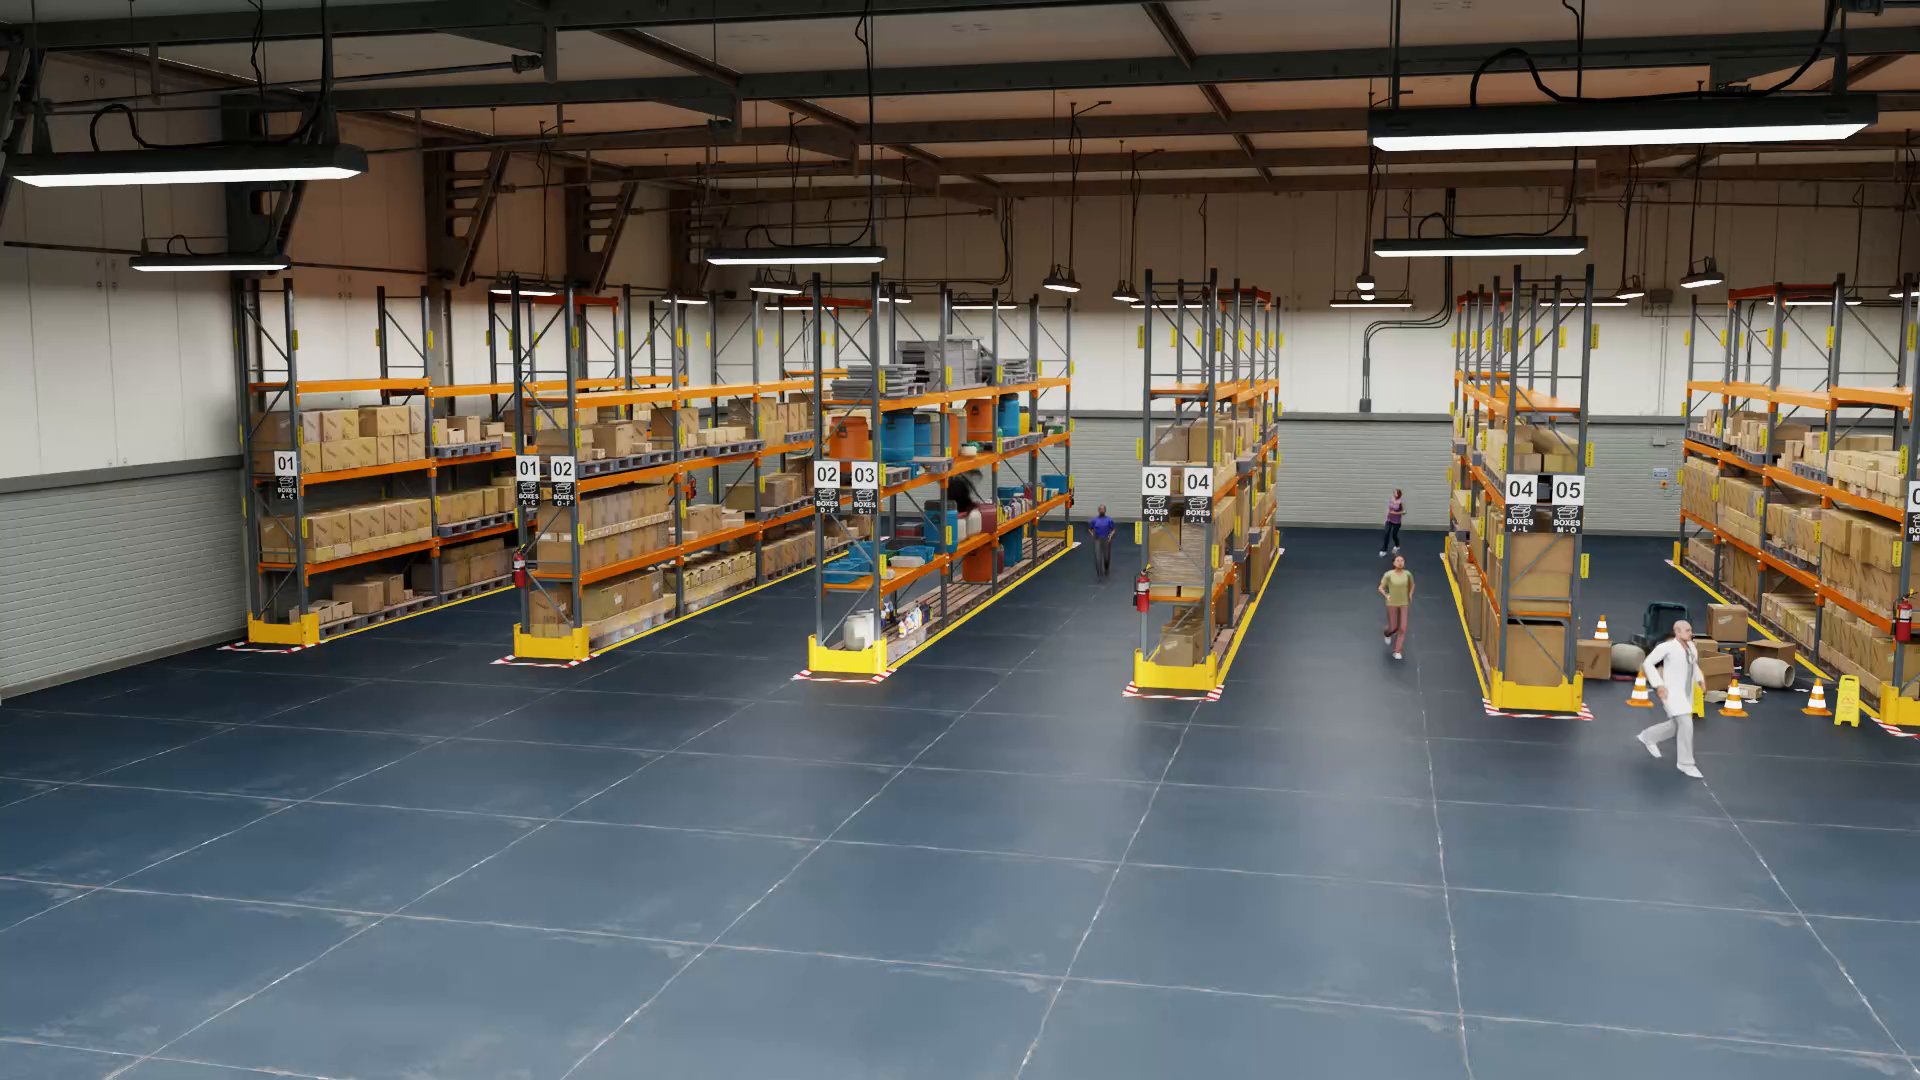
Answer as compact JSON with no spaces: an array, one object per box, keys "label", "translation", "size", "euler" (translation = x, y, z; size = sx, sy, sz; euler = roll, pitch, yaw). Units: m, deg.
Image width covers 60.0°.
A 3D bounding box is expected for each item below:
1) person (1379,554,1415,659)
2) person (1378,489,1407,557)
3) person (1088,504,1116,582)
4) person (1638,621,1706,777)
[{"label":"person","translation":[6.946,1.034,26.398],"size":[0.578,1.637,0.764],"euler":[0,7,1]},{"label":"person","translation":[10.156,-0.403,38.670],"size":[0.557,1.599,0.809],"euler":[7,10,44]},{"label":"person","translation":[2.947,0.059,34.612],"size":[0.573,1.604,0.583],"euler":[1,7,8]},{"label":"person","translation":[8.335,1.833,19.463],"size":[0.725,1.824,0.952],"euler":[-4,8,-31]}]
